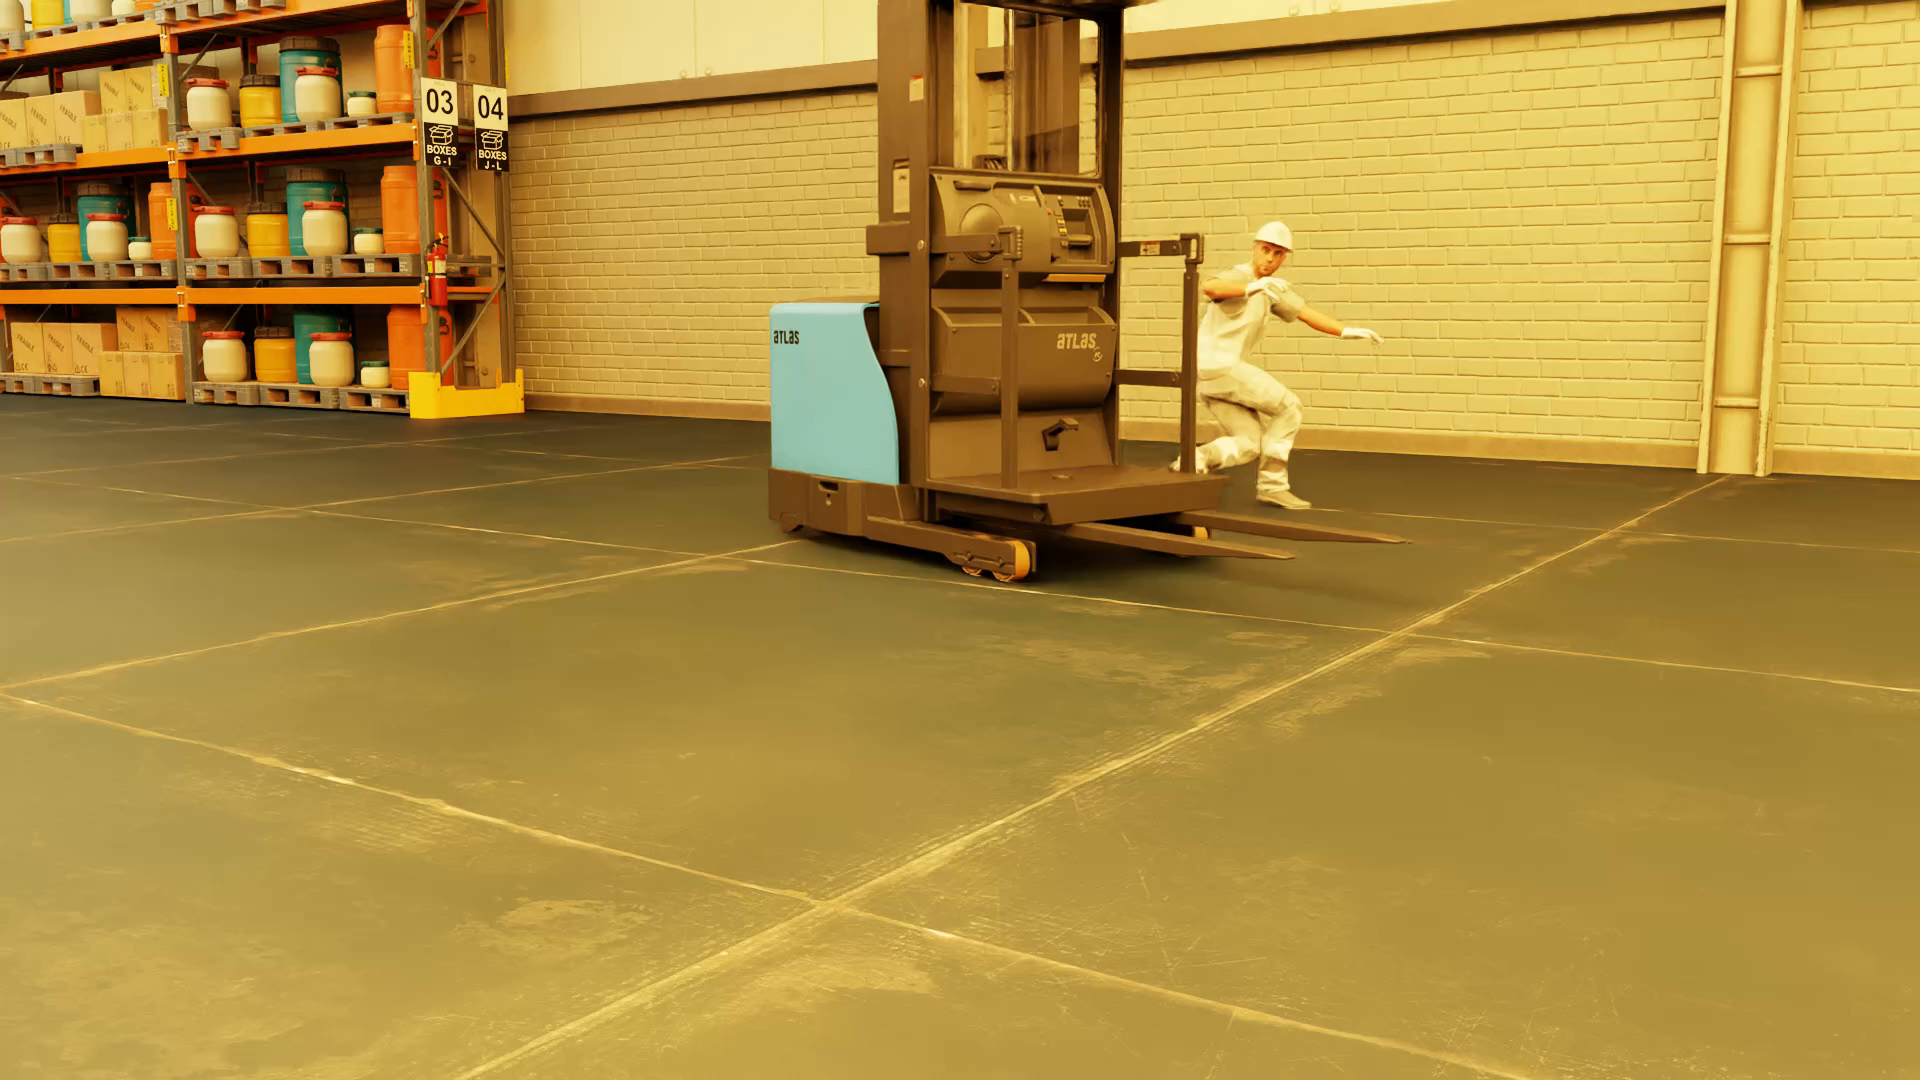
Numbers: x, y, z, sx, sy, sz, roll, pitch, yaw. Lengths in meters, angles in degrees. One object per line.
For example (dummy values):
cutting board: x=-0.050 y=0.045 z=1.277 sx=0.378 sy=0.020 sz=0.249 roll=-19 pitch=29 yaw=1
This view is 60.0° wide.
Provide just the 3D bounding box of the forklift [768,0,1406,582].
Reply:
forklift: x=0.412 y=-1.366 z=6.796 sx=1.130 sy=2.935 sz=3.031 roll=-6 pitch=10 yaw=-38

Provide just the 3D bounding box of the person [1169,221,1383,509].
person: x=1.657 y=-0.895 z=8.636 sx=1.130 sy=1.507 sz=0.845 roll=1 pitch=8 yaw=4
